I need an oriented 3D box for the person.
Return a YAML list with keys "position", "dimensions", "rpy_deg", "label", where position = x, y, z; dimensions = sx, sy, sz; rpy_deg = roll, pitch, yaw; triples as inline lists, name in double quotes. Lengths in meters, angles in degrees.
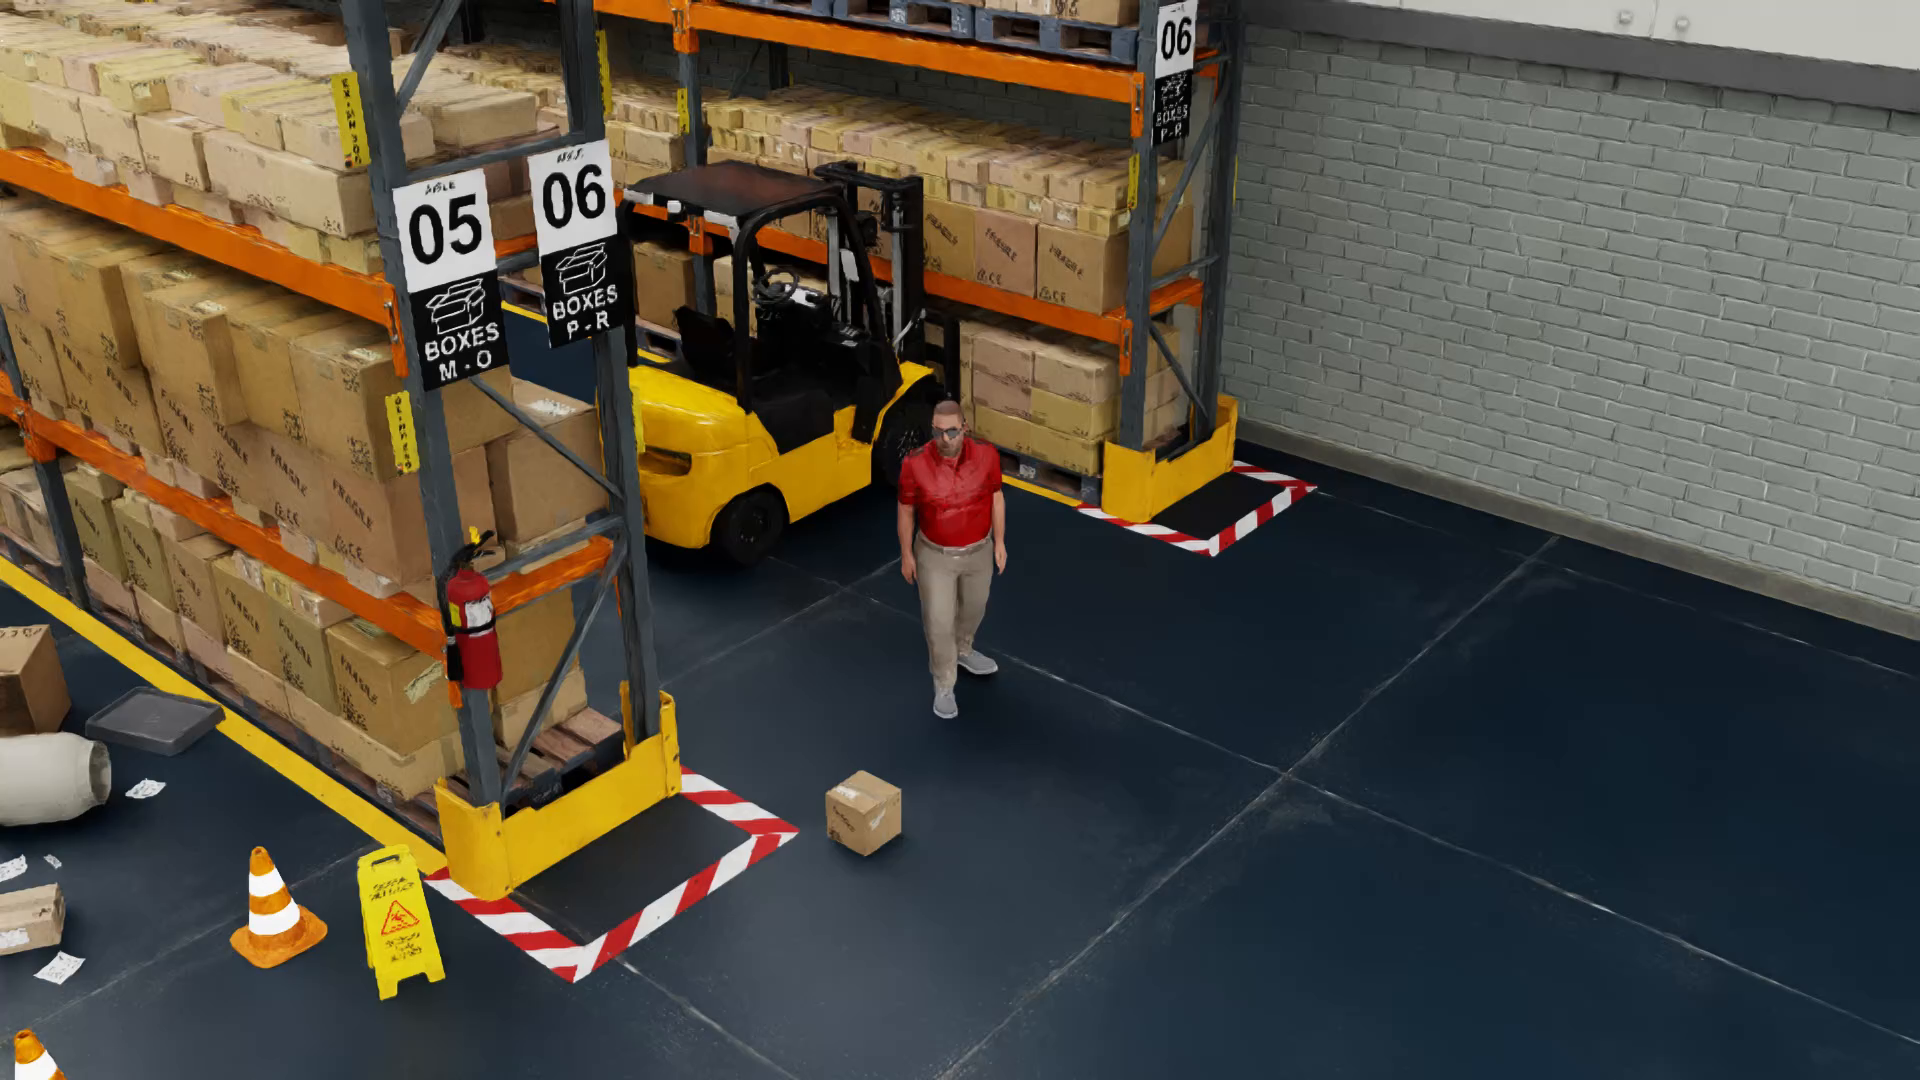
- position: [-0.046, 0.040, 8.565]
  dimensions: [0.570, 1.713, 0.584]
  rpy_deg: [-8, 28, -15]
  label: "person"
